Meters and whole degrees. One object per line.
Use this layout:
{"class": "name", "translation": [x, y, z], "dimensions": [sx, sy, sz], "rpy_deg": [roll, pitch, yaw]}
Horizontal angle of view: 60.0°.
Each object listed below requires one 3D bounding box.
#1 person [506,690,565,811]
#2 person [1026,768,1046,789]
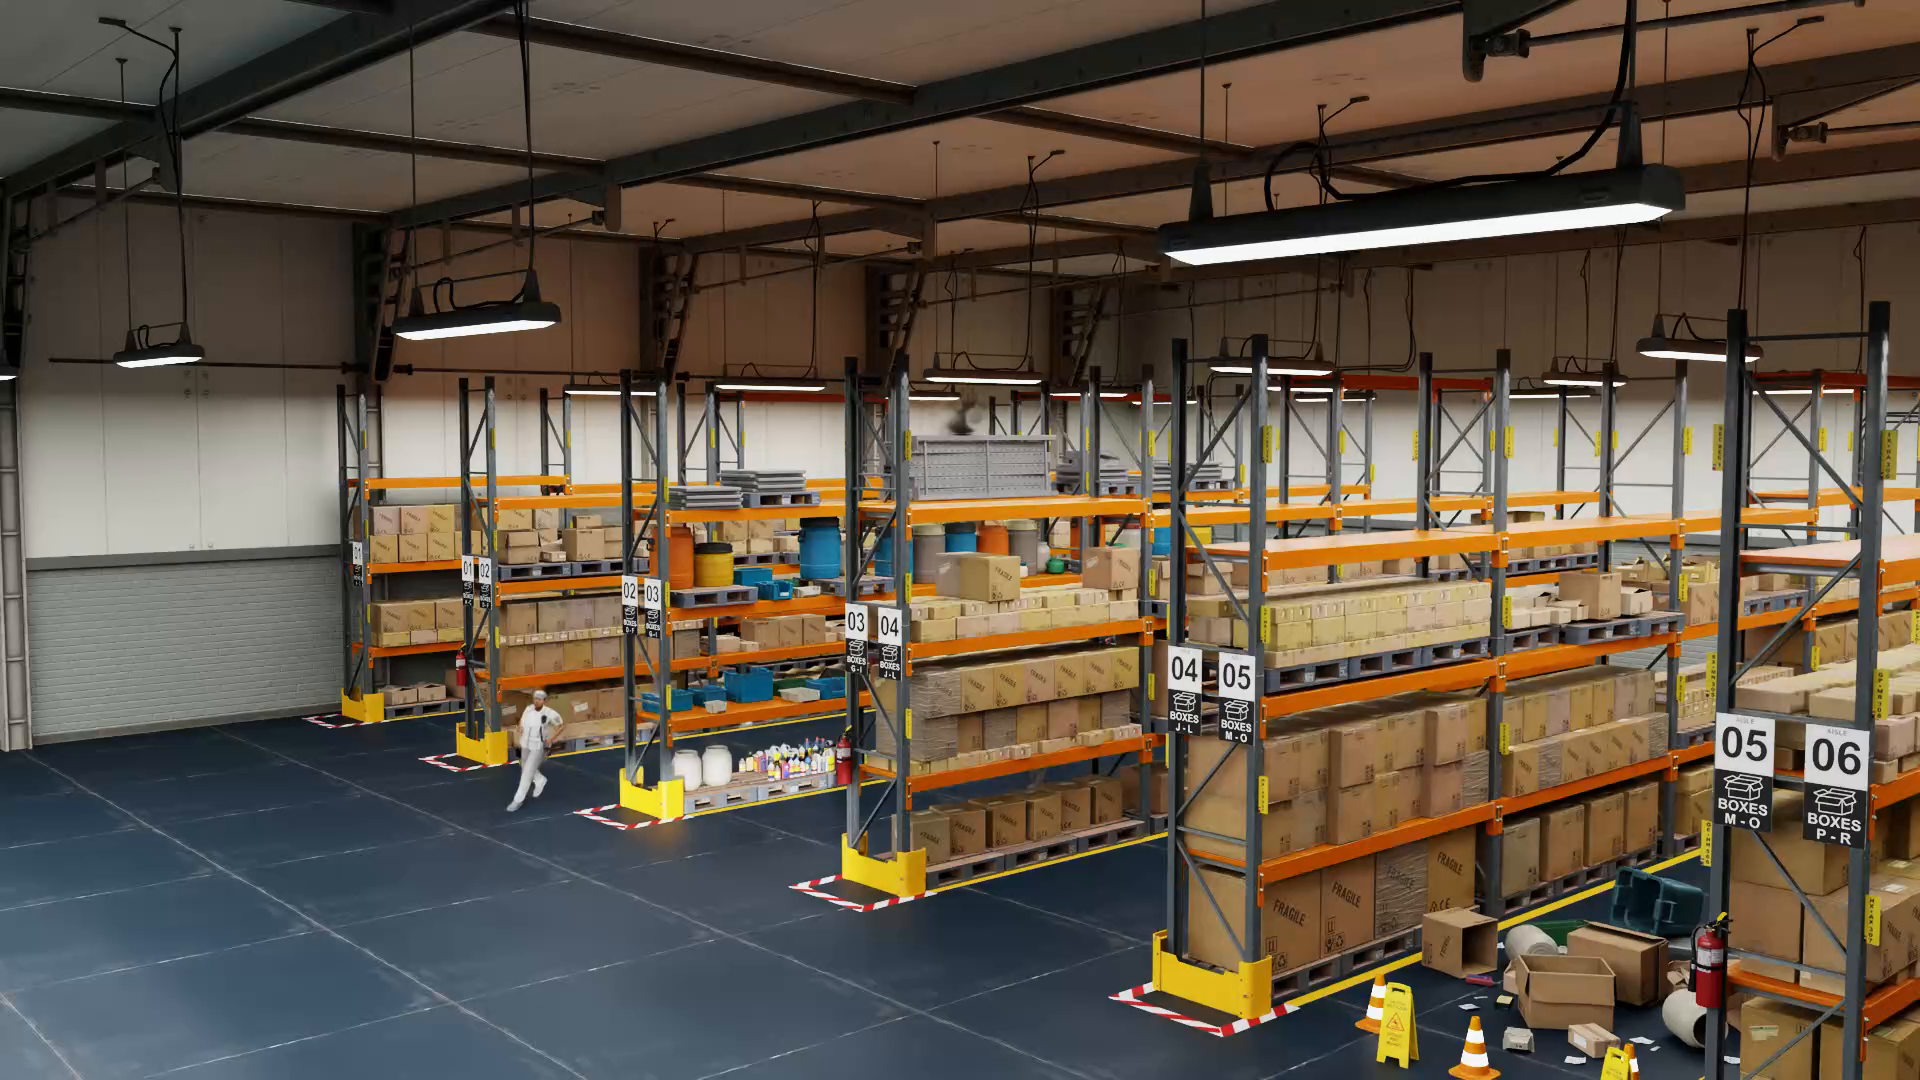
{"class": "person", "translation": [-5.791, 2.860, 22.885], "dimensions": [0.651, 1.640, 0.893], "rpy_deg": [2, 4, 23]}
{"class": "person", "translation": [0.997, 2.743, 23.743], "dimensions": [0.700, 1.734, 0.682], "rpy_deg": [-4, 5, -43]}
